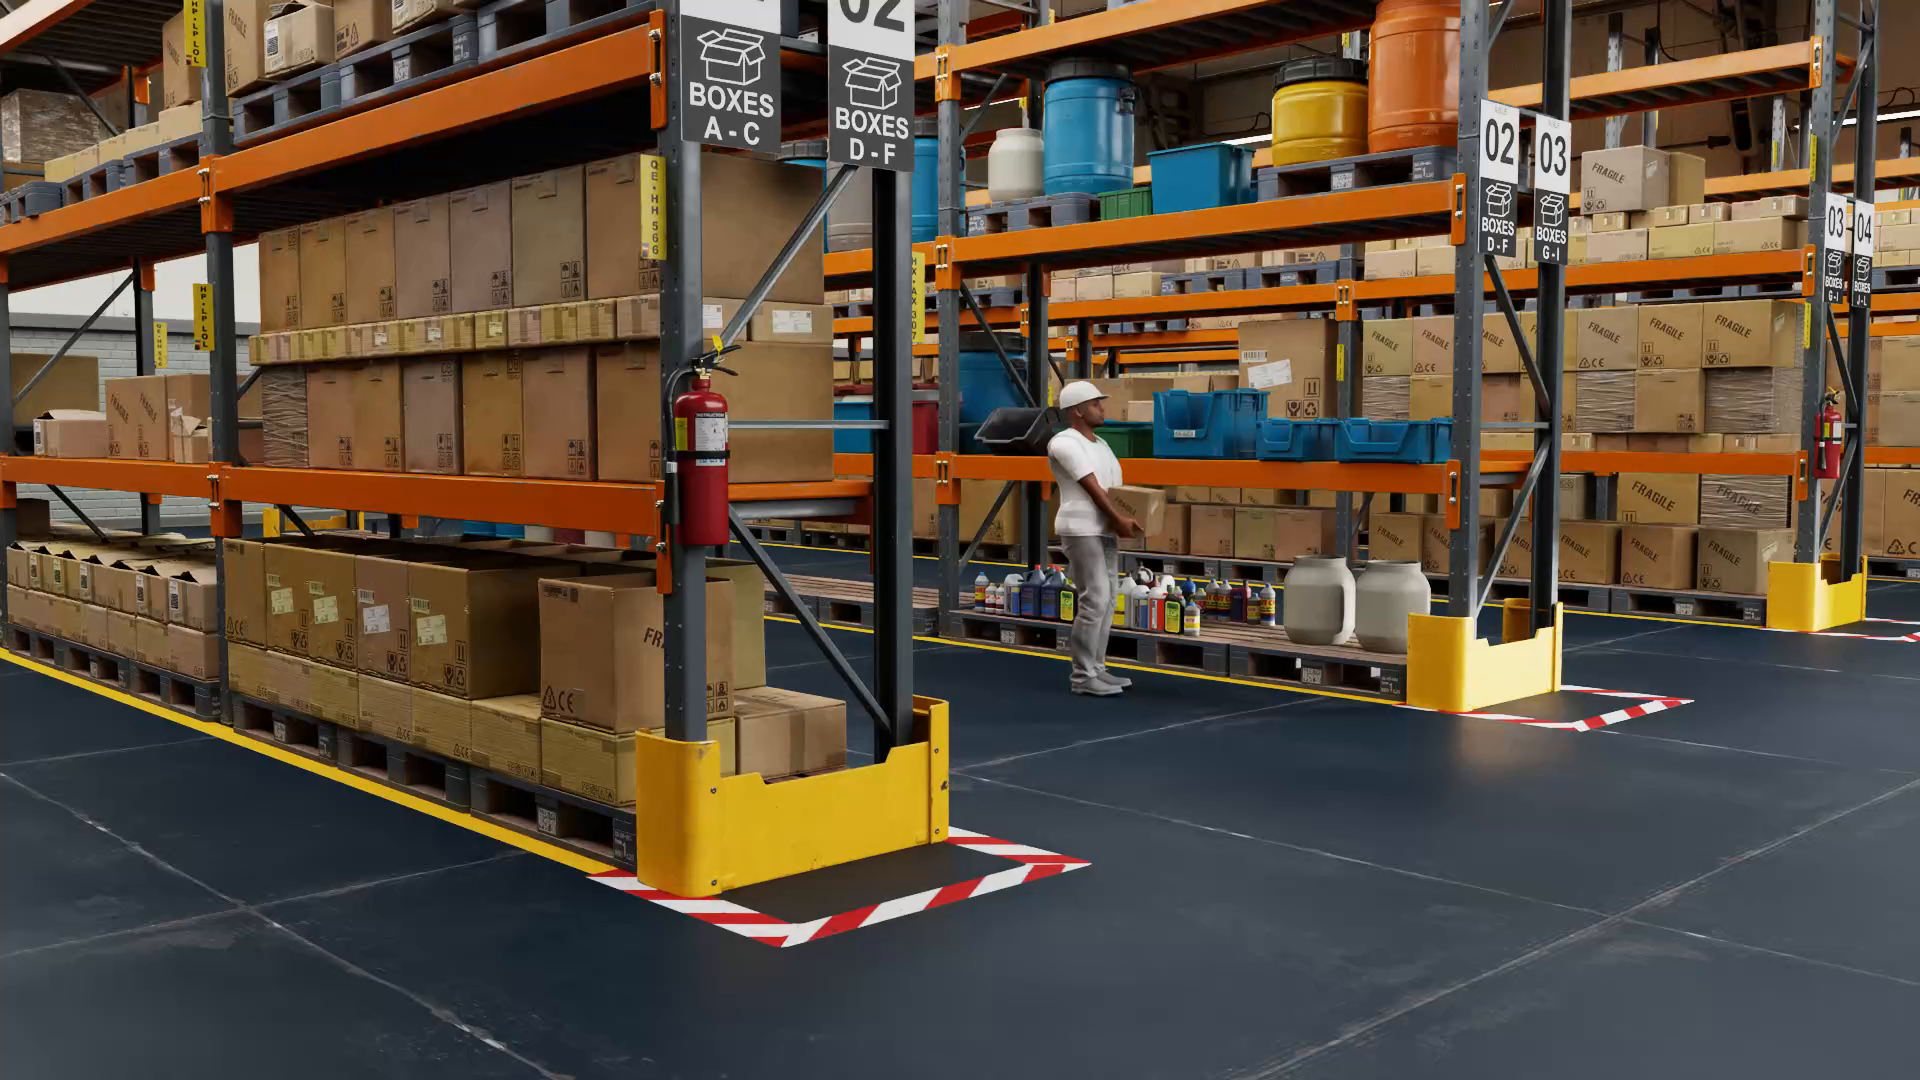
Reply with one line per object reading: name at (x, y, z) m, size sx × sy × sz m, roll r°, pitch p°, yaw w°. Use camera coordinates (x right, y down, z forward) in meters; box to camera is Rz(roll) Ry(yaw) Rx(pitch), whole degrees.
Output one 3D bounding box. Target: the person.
person at (0.818, -0.016, 9.392) m, size 0.577 × 1.761 × 0.502 m, roll 2°, pitch 4°, yaw 27°
